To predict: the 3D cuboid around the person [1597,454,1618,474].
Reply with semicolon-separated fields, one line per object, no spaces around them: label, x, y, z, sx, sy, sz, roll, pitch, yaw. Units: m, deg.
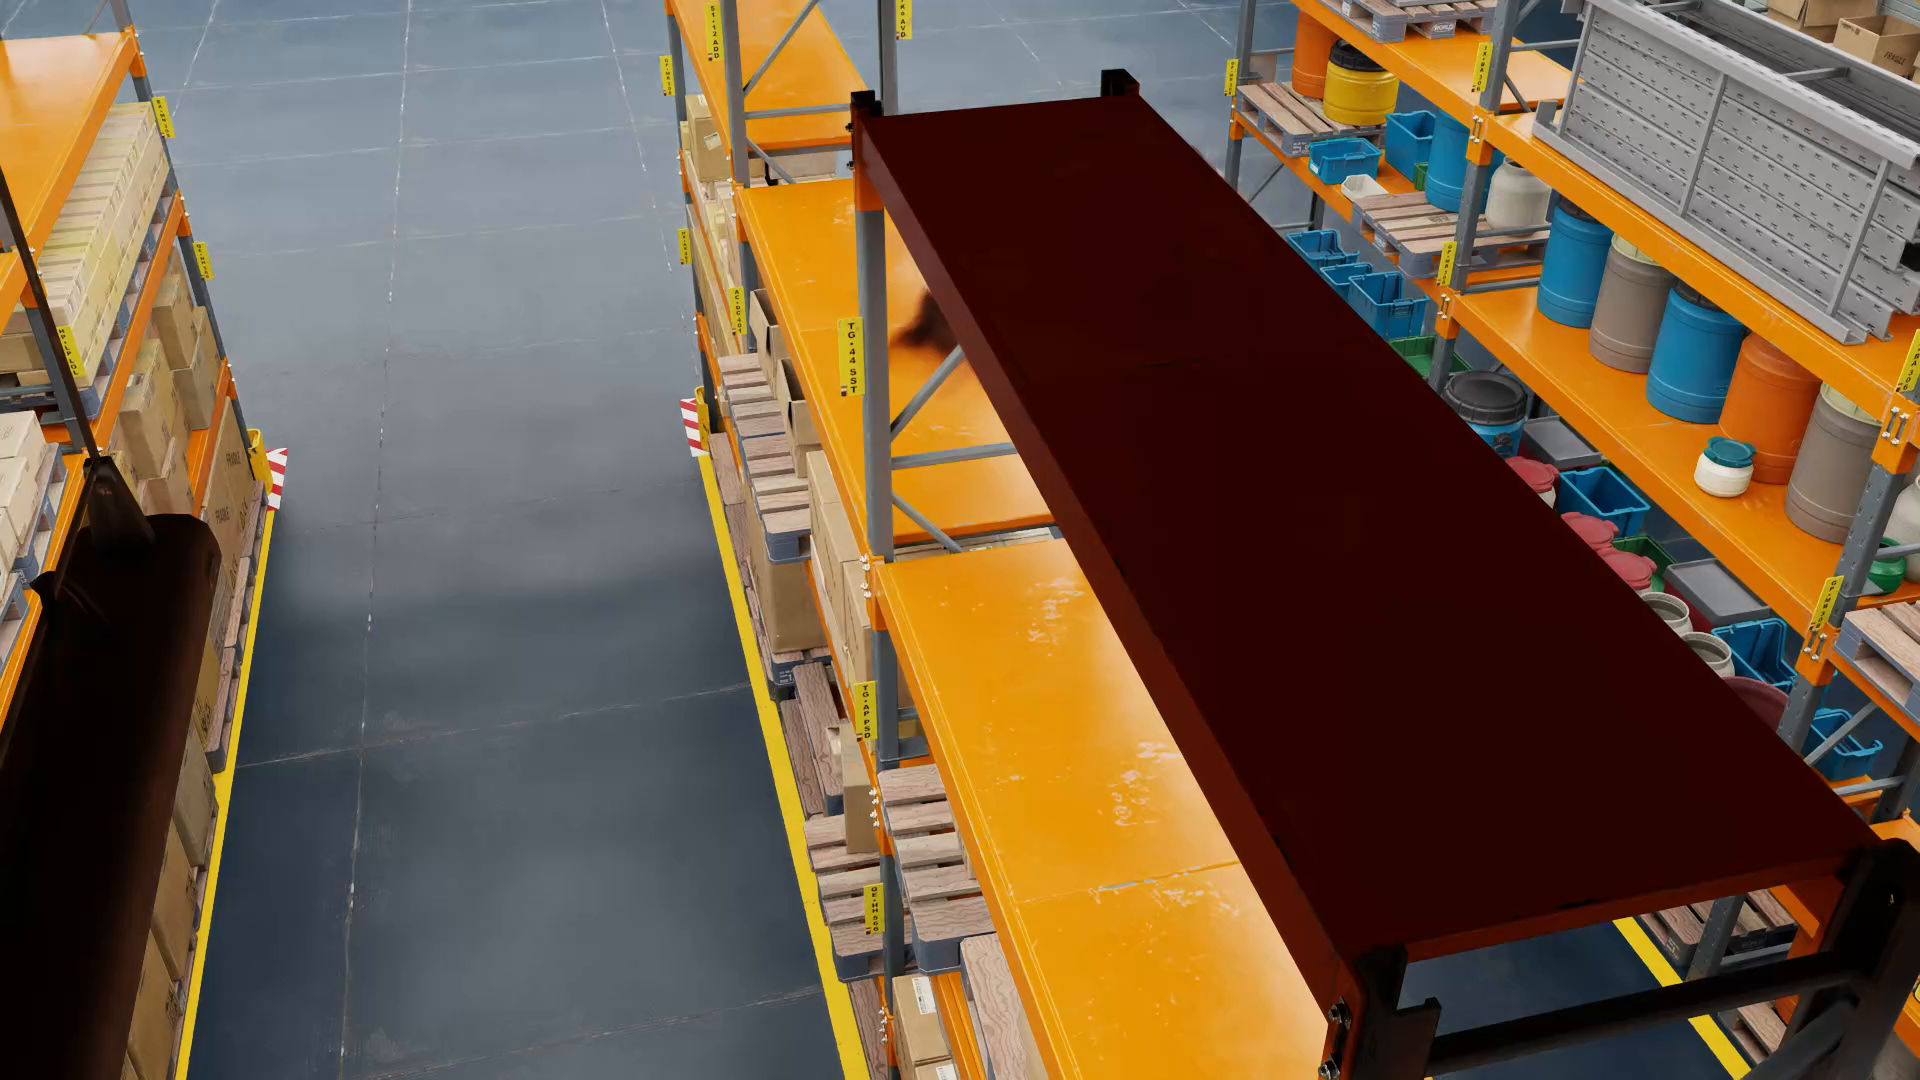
person;5.314;-0.709;13.594;0.656;1.749;0.704;-12;36;-17
